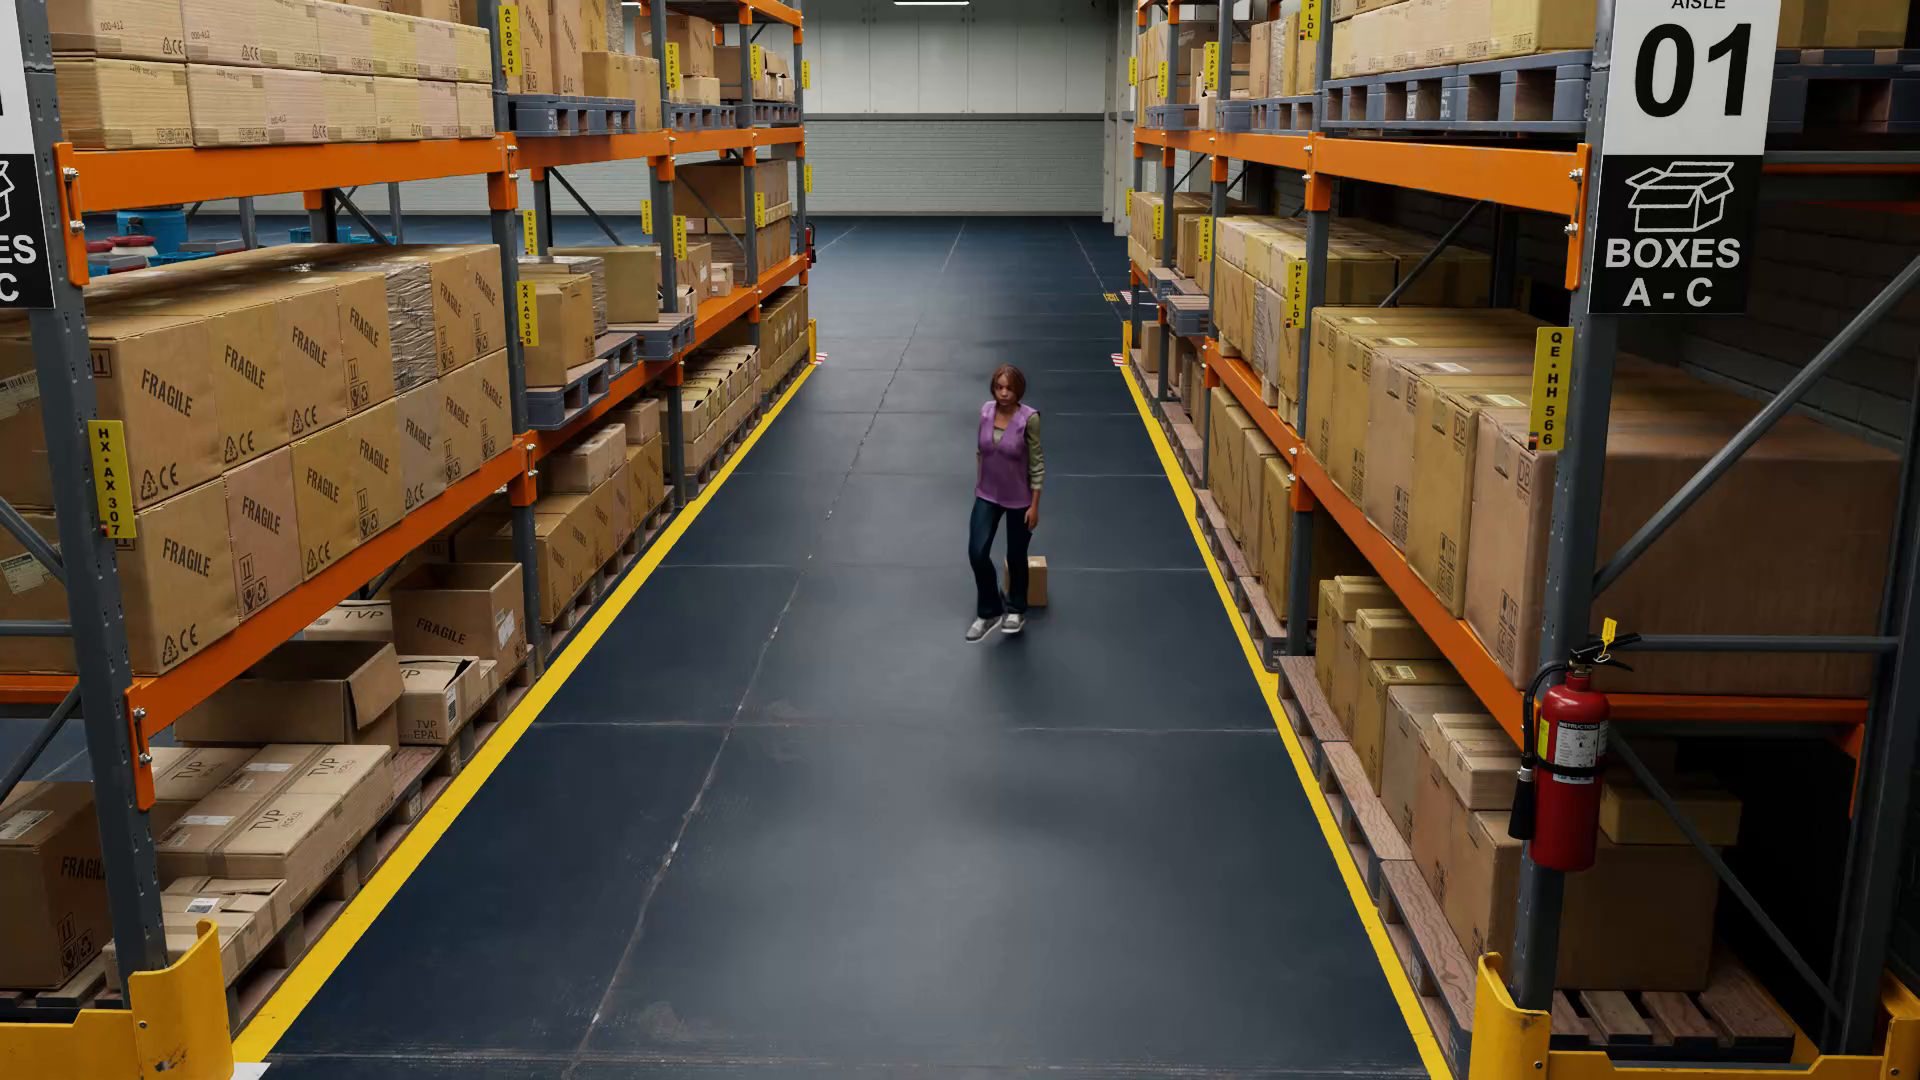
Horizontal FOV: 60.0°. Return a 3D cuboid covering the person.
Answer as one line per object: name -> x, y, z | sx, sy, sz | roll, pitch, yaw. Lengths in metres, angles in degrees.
person -> 0.279, -0.213, 9.330 | 0.443, 1.593, 0.510 | 5, 15, 19
